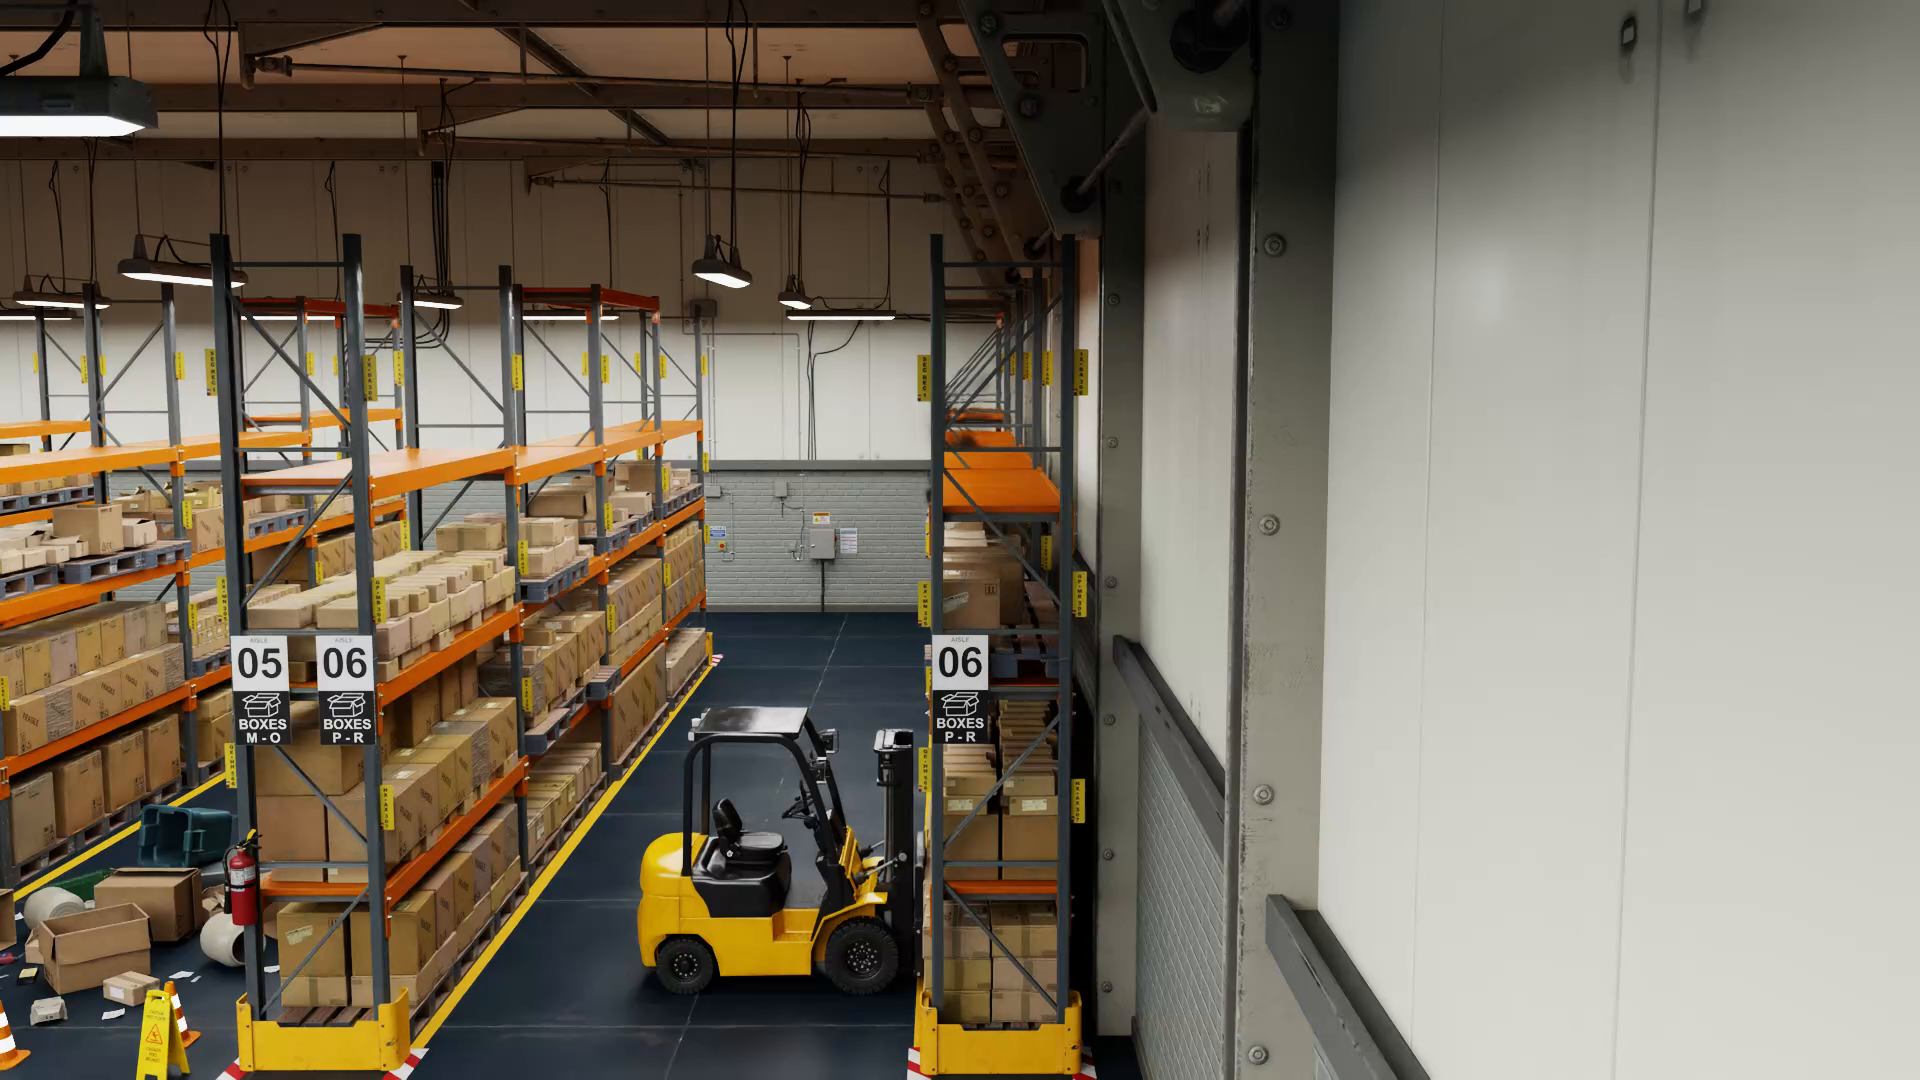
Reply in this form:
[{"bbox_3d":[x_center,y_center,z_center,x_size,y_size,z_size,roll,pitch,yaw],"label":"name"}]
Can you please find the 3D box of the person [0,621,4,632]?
[{"bbox_3d":[-12.786,1.865,22.022,0.648,1.741,0.595,-1,6,-5],"label":"person"}]
